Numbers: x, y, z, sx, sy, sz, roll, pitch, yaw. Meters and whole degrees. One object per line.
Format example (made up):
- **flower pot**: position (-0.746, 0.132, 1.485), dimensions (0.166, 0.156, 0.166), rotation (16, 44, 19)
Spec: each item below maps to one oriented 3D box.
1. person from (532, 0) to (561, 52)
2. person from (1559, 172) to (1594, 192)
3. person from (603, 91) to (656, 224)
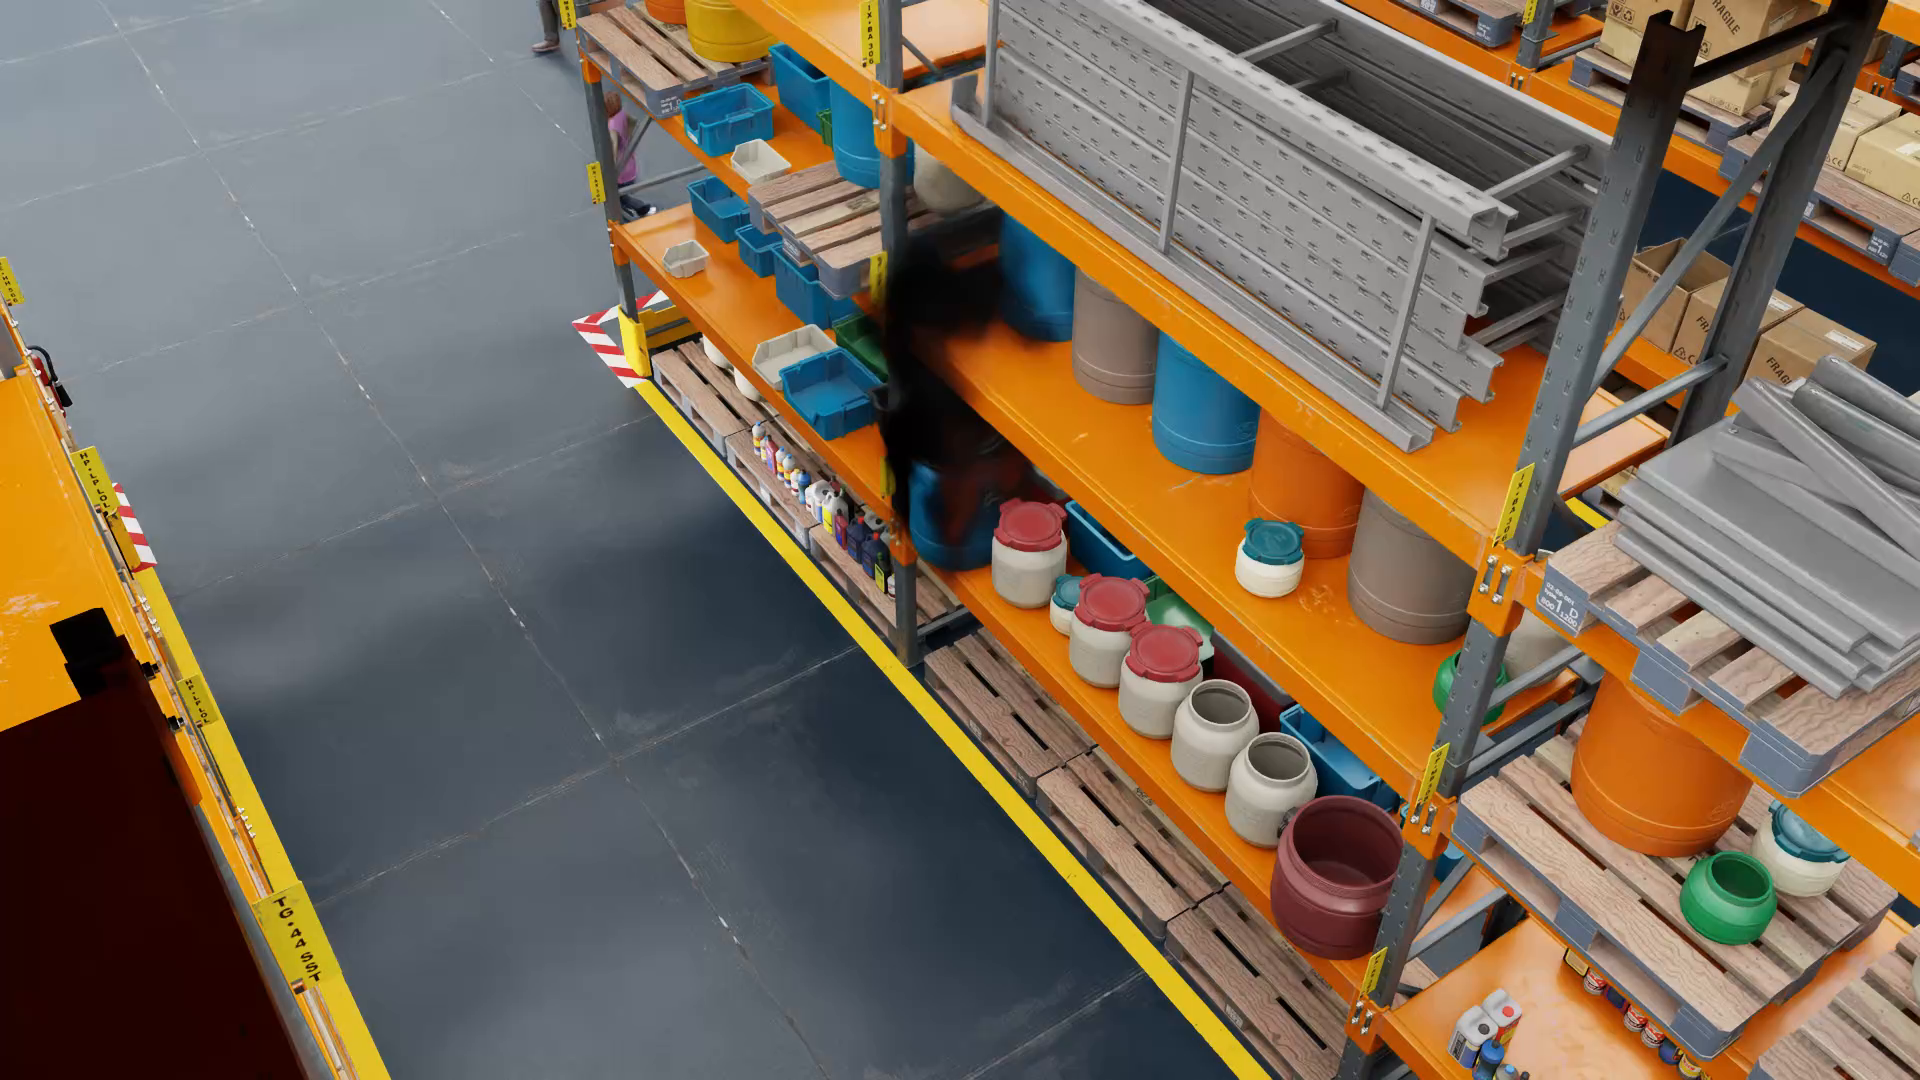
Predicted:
- **person**: position (-4.030, -5.703, 16.821), dimensions (0.850, 1.528, 0.570), rotation (-10, 44, -10)
- **person**: position (5.012, -2.876, 13.606), dimensions (0.909, 1.814, 0.613), rotation (30, 51, 29)
- **person**: position (-2.868, -3.093, 13.993), dimensions (0.490, 1.549, 0.592), rotation (-4, 43, -4)
